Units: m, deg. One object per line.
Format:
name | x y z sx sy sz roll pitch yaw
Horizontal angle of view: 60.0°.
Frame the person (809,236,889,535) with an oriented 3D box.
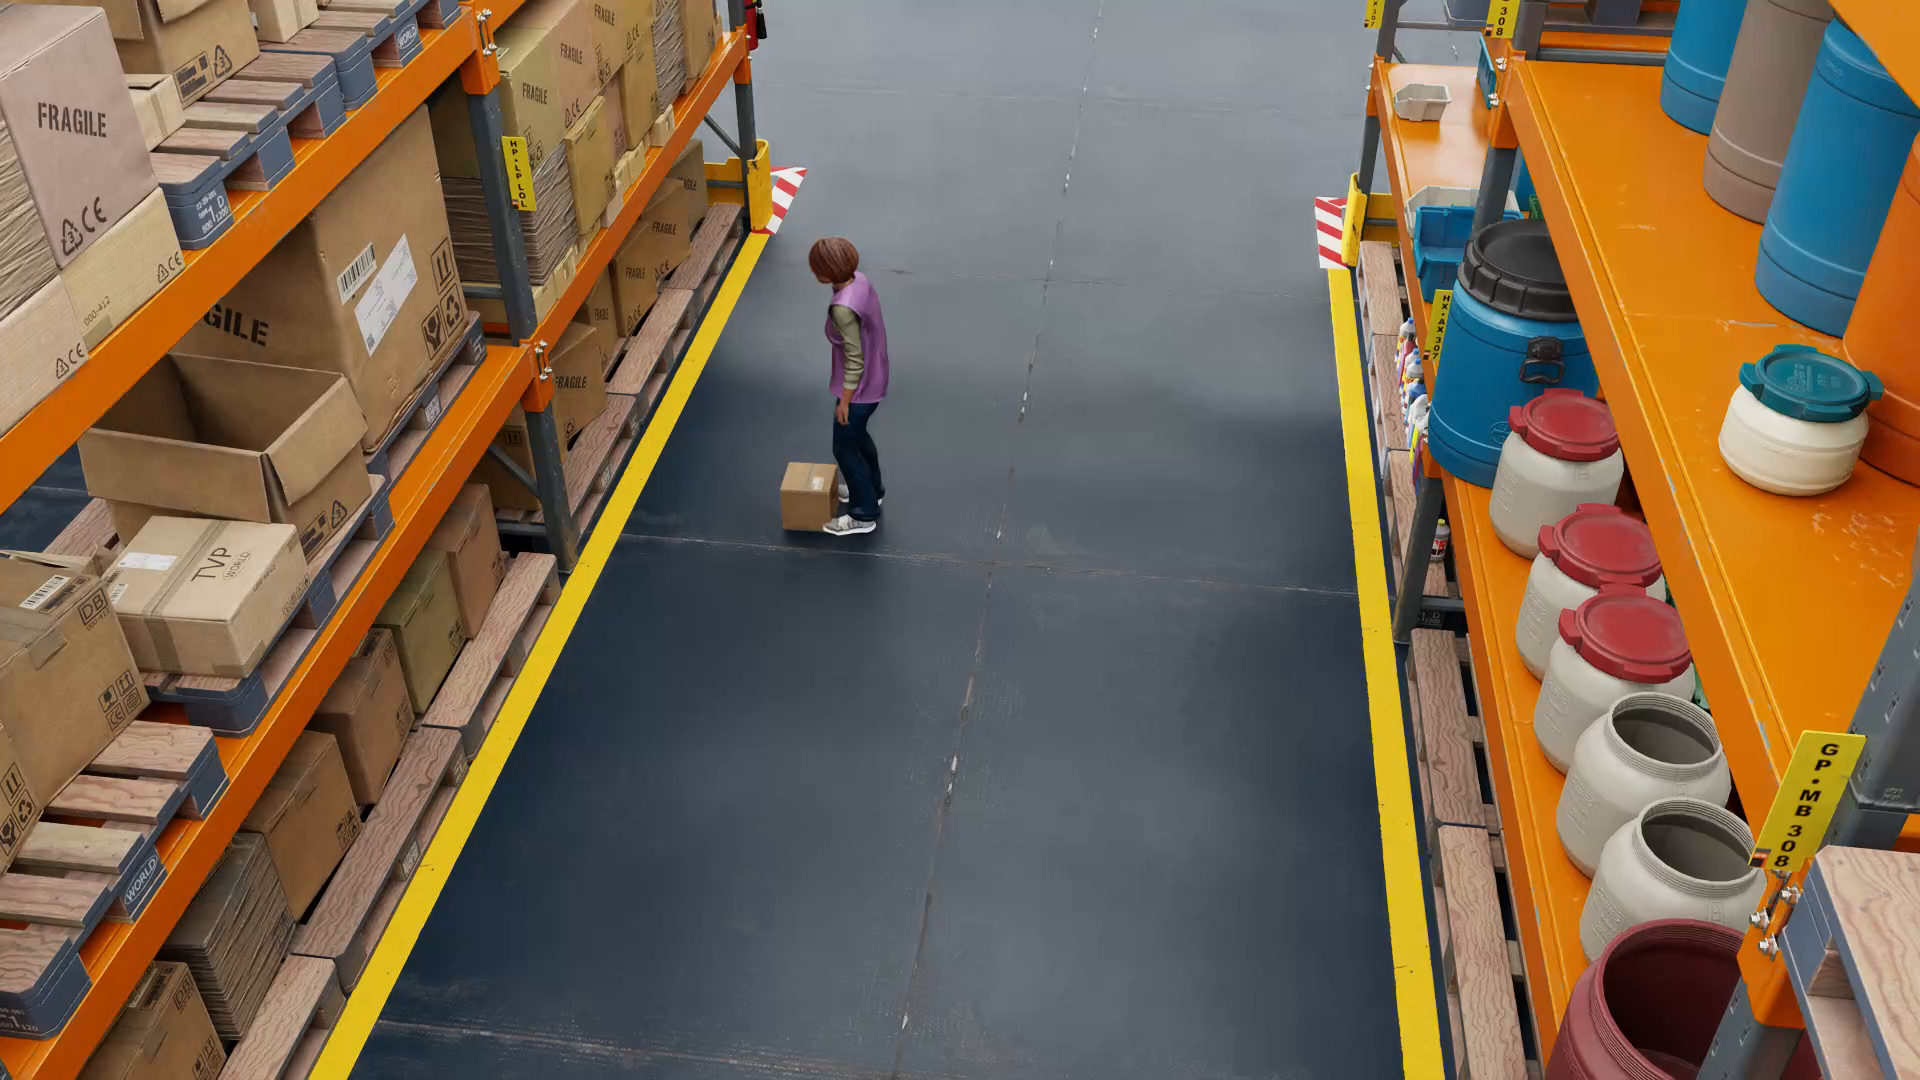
person | -0.516 -0.728 8.061 0.346 1.549 0.467 3 37 4
